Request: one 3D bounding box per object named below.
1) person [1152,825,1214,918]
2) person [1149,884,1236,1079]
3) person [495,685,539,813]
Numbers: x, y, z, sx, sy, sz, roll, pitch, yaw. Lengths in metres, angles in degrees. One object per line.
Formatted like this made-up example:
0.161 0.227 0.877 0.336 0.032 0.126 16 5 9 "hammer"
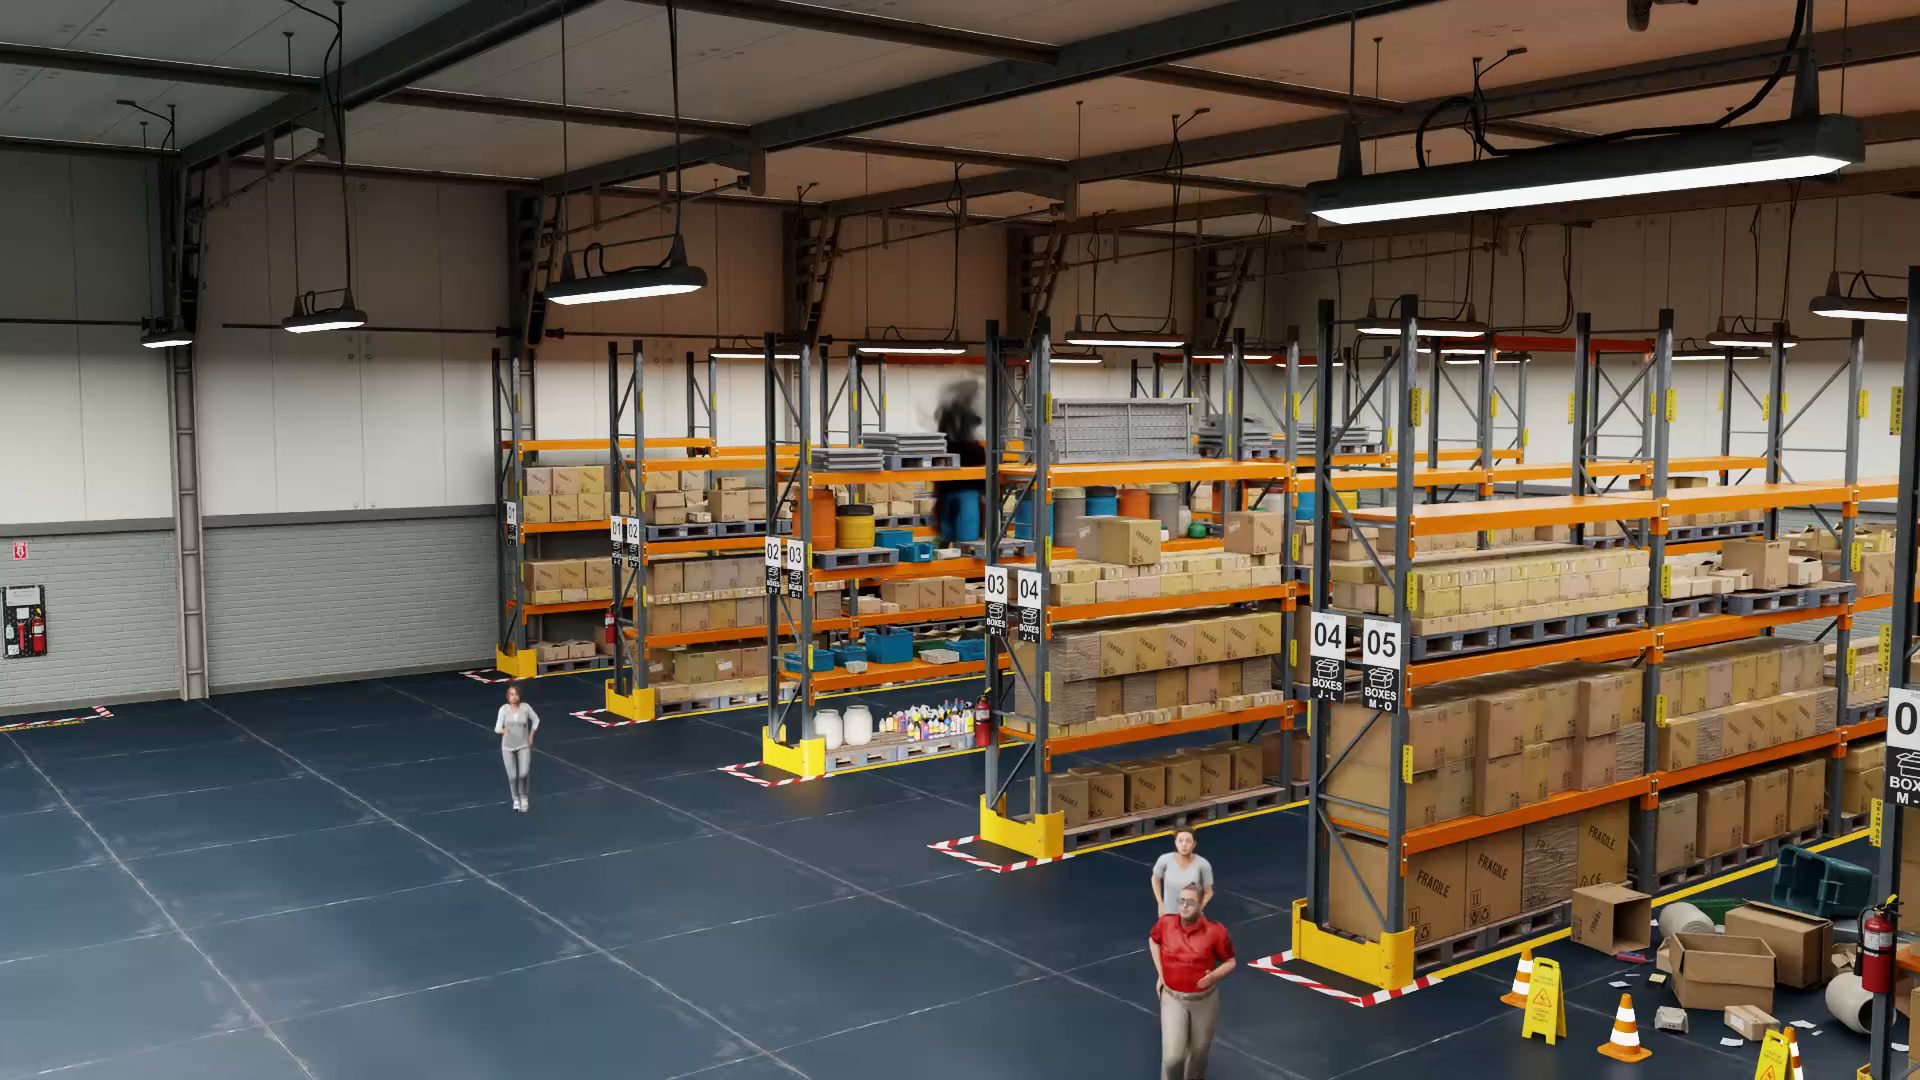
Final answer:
1.840 3.146 13.780 0.512 1.611 0.652 1 5 7 "person"
1.622 3.301 11.727 0.630 1.755 0.700 1 5 12 "person"
-5.441 2.576 20.429 0.519 1.582 0.615 -1 5 -11 "person"
